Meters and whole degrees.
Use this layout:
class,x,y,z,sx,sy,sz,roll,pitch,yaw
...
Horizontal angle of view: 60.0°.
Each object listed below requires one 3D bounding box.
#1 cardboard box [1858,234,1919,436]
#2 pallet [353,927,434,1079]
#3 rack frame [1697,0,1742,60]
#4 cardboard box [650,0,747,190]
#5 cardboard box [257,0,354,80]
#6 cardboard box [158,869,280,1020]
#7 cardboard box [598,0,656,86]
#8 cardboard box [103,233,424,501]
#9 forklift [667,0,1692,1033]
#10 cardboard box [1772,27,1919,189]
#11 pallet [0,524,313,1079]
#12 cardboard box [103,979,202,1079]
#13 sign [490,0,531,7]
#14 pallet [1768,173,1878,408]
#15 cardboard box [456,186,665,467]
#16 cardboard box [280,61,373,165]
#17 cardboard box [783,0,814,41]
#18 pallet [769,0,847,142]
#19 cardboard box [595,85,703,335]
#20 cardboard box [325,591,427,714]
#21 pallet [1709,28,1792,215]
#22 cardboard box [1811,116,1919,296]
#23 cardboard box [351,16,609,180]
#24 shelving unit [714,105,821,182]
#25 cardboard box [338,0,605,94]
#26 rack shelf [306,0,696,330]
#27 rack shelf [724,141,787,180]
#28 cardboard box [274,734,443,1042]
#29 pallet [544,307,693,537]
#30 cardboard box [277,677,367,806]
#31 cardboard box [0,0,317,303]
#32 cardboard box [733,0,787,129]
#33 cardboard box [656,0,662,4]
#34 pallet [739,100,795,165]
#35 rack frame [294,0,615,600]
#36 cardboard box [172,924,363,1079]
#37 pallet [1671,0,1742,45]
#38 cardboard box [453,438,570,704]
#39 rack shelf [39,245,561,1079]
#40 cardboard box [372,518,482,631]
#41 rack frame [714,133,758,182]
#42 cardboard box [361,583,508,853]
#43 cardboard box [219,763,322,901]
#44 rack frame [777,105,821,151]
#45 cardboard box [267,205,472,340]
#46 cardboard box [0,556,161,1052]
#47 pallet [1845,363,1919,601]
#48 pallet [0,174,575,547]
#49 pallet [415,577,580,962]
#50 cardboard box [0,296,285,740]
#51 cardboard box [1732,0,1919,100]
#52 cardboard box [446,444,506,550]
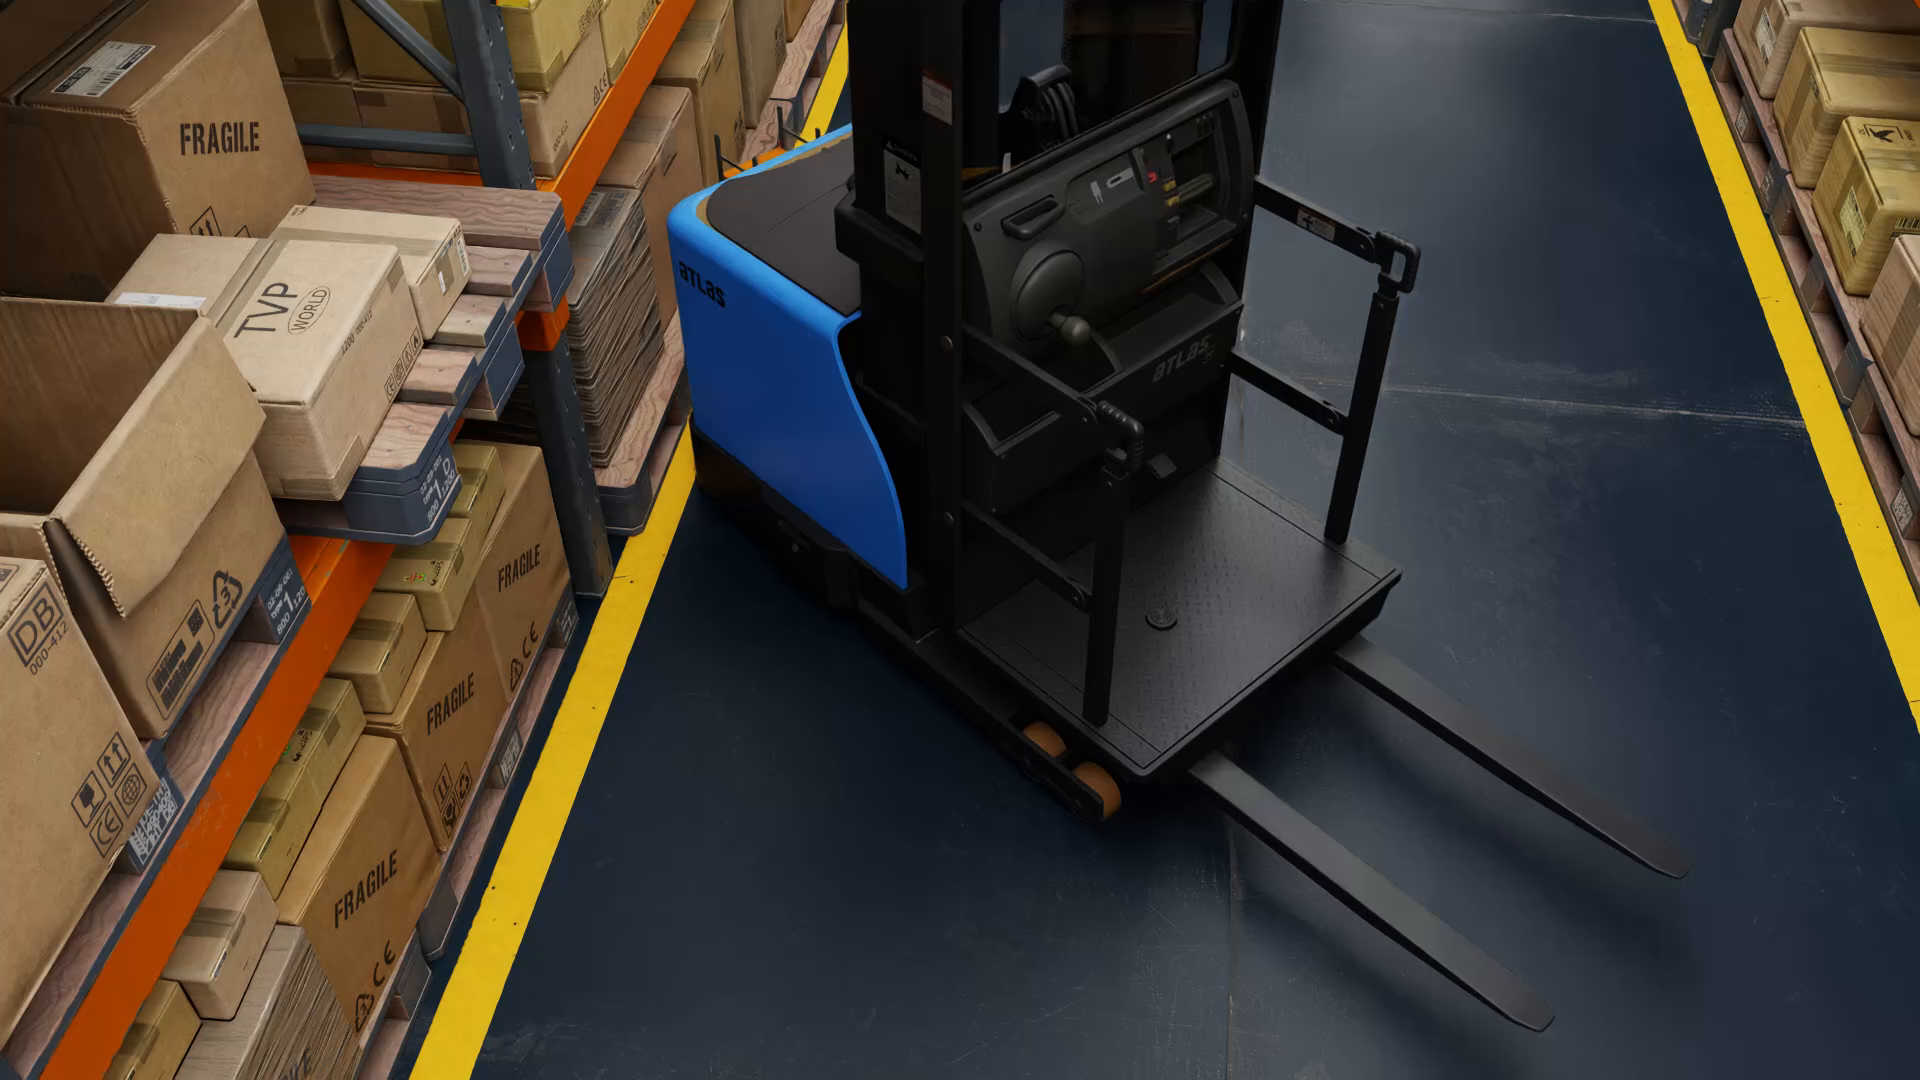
class,x,y,z,sx,sy,sz,roll,pitch,yaw
cardboard box,3.522,-0.632,5.342,0.950,0.372,0.625,4,44,5
pallet,-1.872,1.352,3.668,1.003,0.211,1.213,5,44,6
rack frame,3.877,-3.272,6.524,1.000,3.000,0.127,5,44,6
cardboard box,-1.309,-1.614,6.194,0.875,0.625,0.625,4,44,4
cardboard box,-1.788,-1.453,4.349,0.500,0.250,0.500,6,44,6
cardboard box,-1.590,0.786,3.280,0.380,0.149,0.250,3,44,4
cardboard box,-1.200,-1.563,4.828,0.500,0.250,0.500,4,44,5
cardboard box,-1.391,-0.344,3.236,0.500,0.250,0.500,3,44,4
forklift,0.524,-0.709,3.867,1.130,2.935,3.031,-33,52,-30
cardboard box,3.718,-1.623,6.388,0.950,0.372,0.625,8,44,8
pallet,-1.825,0.401,2.785,1.003,0.211,1.213,5,44,6
cardboard box,-1.673,0.948,3.108,0.380,0.149,0.250,5,44,6
sign,-1.033,-1.344,3.703,0.100,0.325,0.005,5,44,6
pallet,3.617,-0.895,6.042,1.003,0.211,1.213,5,44,6
cardboard box,-1.476,-0.709,5.239,0.875,0.625,0.625,7,44,7
cardboard box,-1.767,-1.270,4.519,0.500,0.250,0.500,4,44,5
cardboard box,-1.101,-2.655,7.294,0.875,0.625,0.625,7,44,7
pallet,-1.102,-2.203,7.423,1.003,0.211,1.213,5,44,6
cardboard box,-1.398,-1.155,5.710,0.875,0.625,0.625,7,44,7
cardboard box,-1.471,0.249,3.847,0.380,0.149,0.250,4,44,4
pallet,3.776,-1.729,6.922,1.003,0.211,1.213,5,44,6
cardboard box,3.628,-1.149,5.887,0.950,0.372,0.625,7,44,7
cardboard box,-1.272,-1.221,4.467,0.500,0.250,0.500,5,44,6
shelving unit,-0.582,-0.853,5.388,0.252,1.050,0.215,-33,53,-30
cardboard box,-1.247,-1.400,4.292,0.500,0.250,0.500,5,44,5
rack shelf,-1.308,-2.097,5.806,1.077,0.370,4.000,5,44,6
rack shelf,-0.582,-1.052,5.200,0.240,0.259,0.215,-33,53,-30
cardboard box,-1.558,0.765,3.773,0.500,0.500,0.500,7,44,7
pallet,-1.425,-0.540,5.667,1.003,0.211,1.213,5,44,6
cardboard box,-1.550,0.424,3.661,0.380,0.149,0.250,6,44,7
cardboard box,-1.795,-0.847,3.585,0.500,0.500,0.500,7,44,7
cardboard box,-1.212,-2.126,6.736,0.875,0.625,0.625,5,44,5
cardboard box,-1.139,-1.915,5.199,0.500,0.250,0.500,4,44,4
pallet,-1.261,-1.369,6.542,1.003,0.211,1.213,5,44,6
rack frame,-1.572,-0.995,4.119,1.000,3.000,0.127,5,44,6
cardboard box,-1.609,1.121,3.397,0.500,0.500,0.500,4,44,4
pallet,3.931,-2.721,7.970,1.003,0.211,1.213,5,44,6
cardboard box,-1.415,0.068,4.509,0.500,0.500,0.500,6,44,7
rack shelf,-1.837,0.629,2.927,1.077,0.370,4.000,5,44,6
cardboard box,-1.392,0.073,4.032,0.380,0.149,0.250,3,44,3
rack frame,-0.671,-0.795,5.326,0.008,1.050,0.200,-33,53,-30
cardboard box,-1.492,0.408,4.150,0.500,0.500,0.500,5,44,5
cardboard box,-1.583,0.595,3.481,0.380,0.149,0.250,5,44,5
rack frame,-0.494,-0.912,5.449,0.008,1.050,0.200,-33,53,-30
cardboard box,-1.279,-0.574,3.551,0.380,0.149,0.250,6,44,6
cardboard box,-1.643,0.345,2.326,0.700,0.500,0.500,5,44,5
pallet,3.453,-0.066,5.166,1.003,0.211,1.213,5,44,6
pallet,-1.592,-0.457,3.690,1.213,0.211,1.003,5,44,6
pallet,-1.709,0.523,4.544,1.003,0.211,1.213,5,44,6
cardboard box,-1.605,-0.056,2.746,0.797,0.503,0.637,4,44,5
cardboard box,3.810,-2.113,6.906,0.950,0.372,0.625,6,44,6
cardboard box,-1.387,-0.116,4.231,0.380,0.149,0.250,3,44,3
